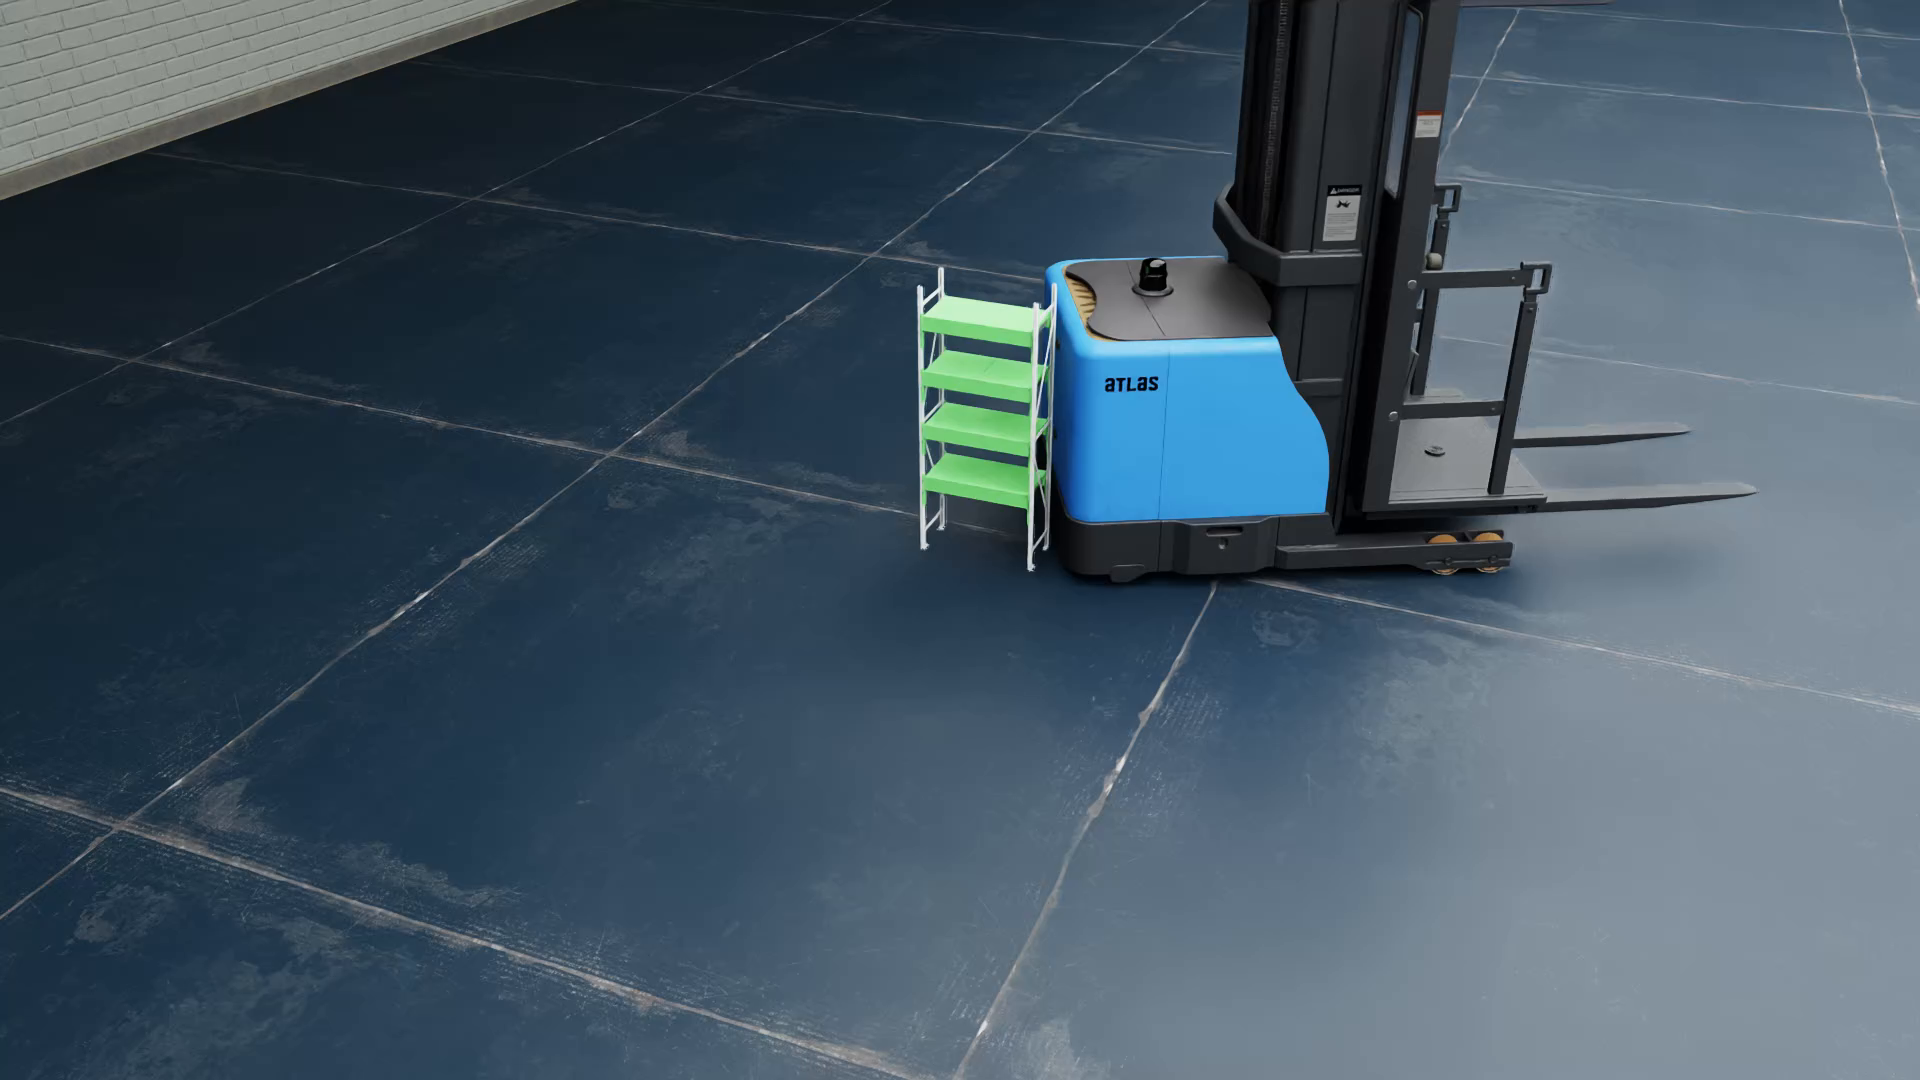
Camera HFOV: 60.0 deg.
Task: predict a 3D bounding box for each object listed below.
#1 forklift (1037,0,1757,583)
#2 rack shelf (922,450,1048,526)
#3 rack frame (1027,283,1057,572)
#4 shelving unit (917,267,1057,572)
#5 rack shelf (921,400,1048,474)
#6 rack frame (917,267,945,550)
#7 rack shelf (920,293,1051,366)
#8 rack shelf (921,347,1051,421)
[{"bbox_3d":[1.901,-1.387,6.725,3.031,2.935,1.130,-3,30,-4],"label":"forklift"},{"bbox_3d":[0.109,-0.224,7.045,0.480,0.148,0.258,11,31,19],"label":"rack shelf"},{"bbox_3d":[0.335,-0.444,6.817,0.015,1.200,0.240,11,31,19],"label":"rack frame"},{"bbox_3d":[0.109,-0.489,6.895,0.503,1.200,0.258,11,31,19],"label":"shelving unit"},{"bbox_3d":[0.109,-0.433,6.927,0.480,0.148,0.258,11,31,19],"label":"rack shelf"},{"bbox_3d":[-0.118,-0.533,6.974,0.015,1.200,0.240,11,31,19],"label":"rack frame"},{"bbox_3d":[0.109,-0.851,6.691,0.480,0.148,0.258,11,31,19],"label":"rack shelf"},{"bbox_3d":[0.109,-0.642,6.809,0.480,0.148,0.258,11,31,19],"label":"rack shelf"}]
